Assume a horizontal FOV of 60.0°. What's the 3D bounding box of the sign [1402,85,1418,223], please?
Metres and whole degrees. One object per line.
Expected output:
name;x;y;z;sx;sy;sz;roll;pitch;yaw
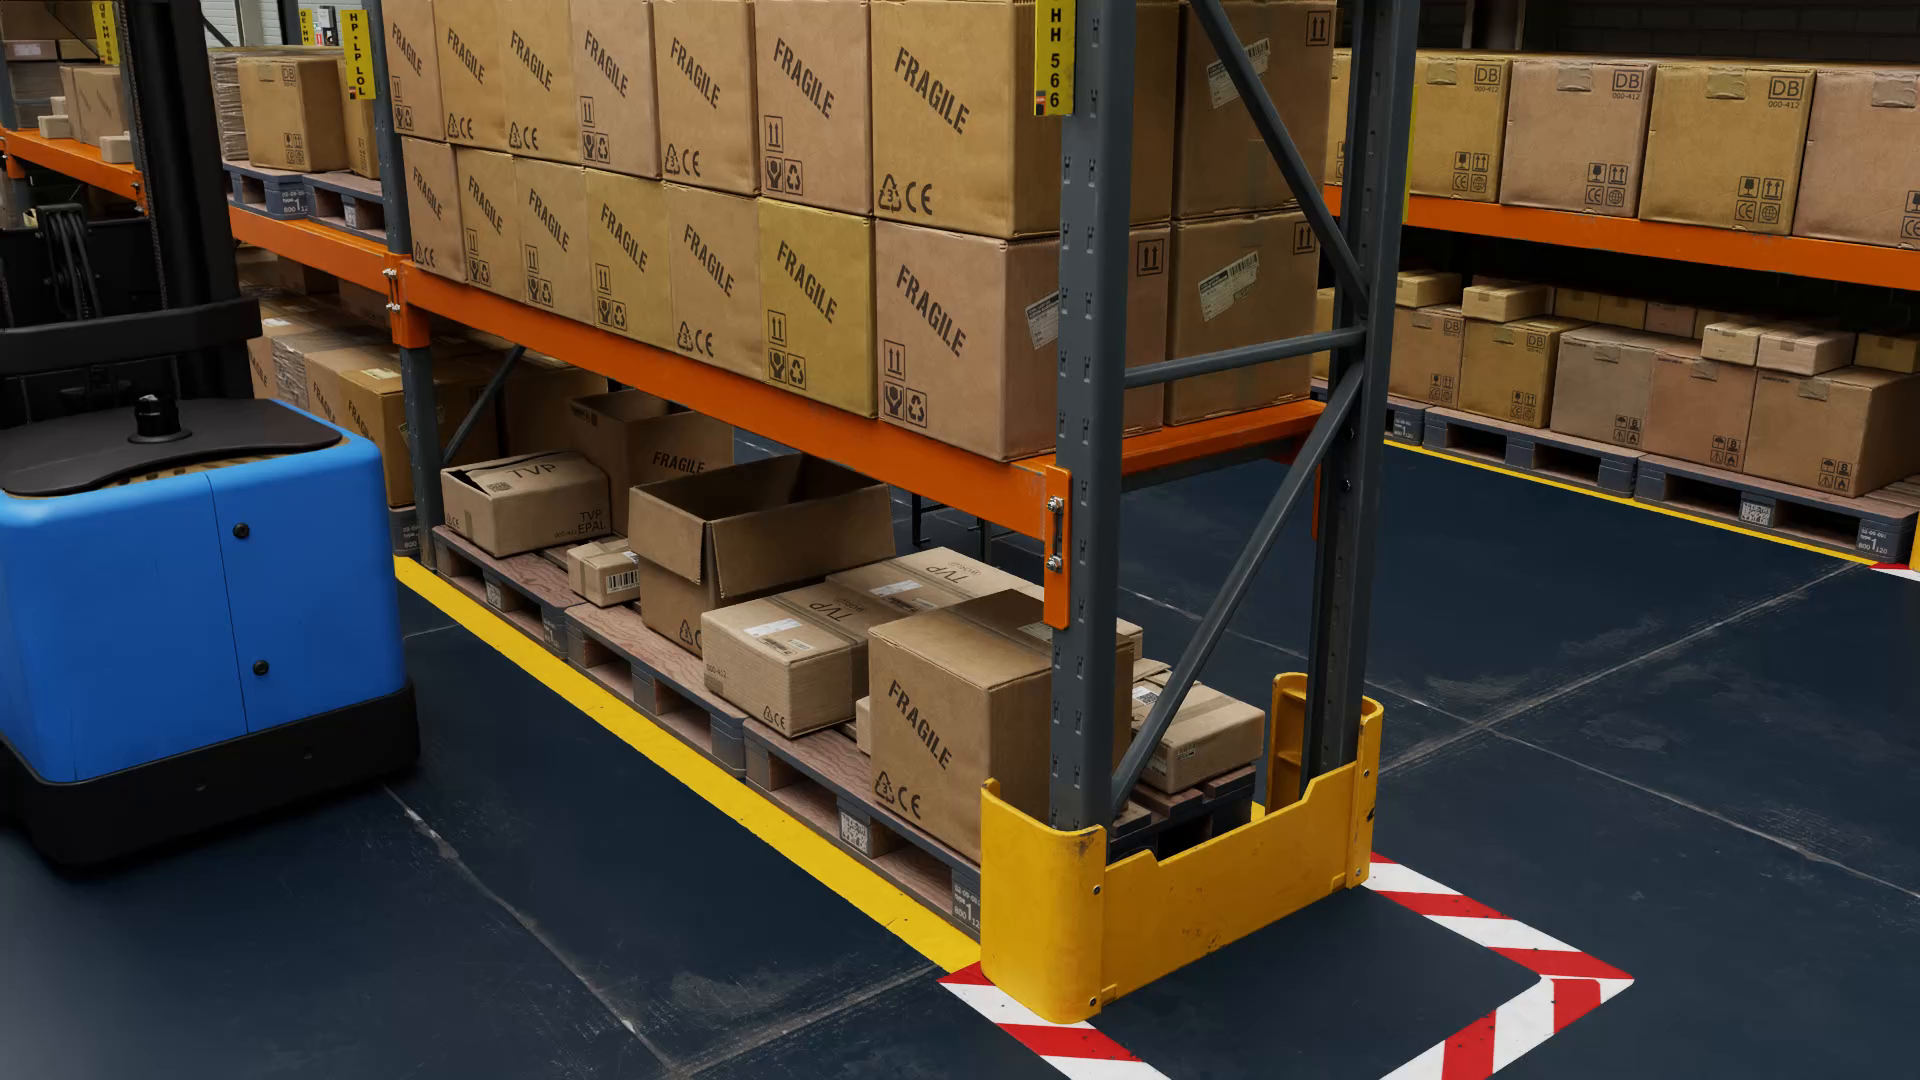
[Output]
sign;1.061;-0.929;4.018;0.100;0.325;0.005;-14;23;-36

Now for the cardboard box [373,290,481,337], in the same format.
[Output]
cardboard box;-2.578;-1.189;8.265;0.500;0.250;0.500;-14;23;-36

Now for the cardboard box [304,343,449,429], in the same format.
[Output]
cardboard box;-2.679;-0.609;7.706;0.500;0.500;0.500;-14;23;-36

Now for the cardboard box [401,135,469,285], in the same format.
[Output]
cardboard box;-1.745;-1.266;6.256;0.500;0.500;0.500;-13;22;-35

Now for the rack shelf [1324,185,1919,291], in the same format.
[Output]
rack shelf;3.275;-1.531;8.359;1.077;0.370;4.000;-14;23;-36

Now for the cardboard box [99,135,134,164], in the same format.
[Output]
cardboard box;-5.106;-2.432;10.334;0.380;0.149;0.250;-14;23;-36

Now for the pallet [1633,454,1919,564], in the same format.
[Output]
pallet;3.959;-0.238;7.744;1.003;0.211;1.213;-14;23;-36

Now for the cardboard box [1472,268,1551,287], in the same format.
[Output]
cardboard box;2.976;-1.362;8.980;0.380;0.149;0.250;-15;23;-38

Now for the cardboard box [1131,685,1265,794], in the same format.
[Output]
cardboard box;0.645;0.562;4.728;0.380;0.149;0.250;-14;23;-36

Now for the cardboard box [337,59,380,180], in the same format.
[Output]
cardboard box;-2.443;-1.962;7.688;0.700;0.500;0.500;-10;21;-28

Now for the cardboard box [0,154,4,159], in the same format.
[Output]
cardboard box;-8.210;-3.059;14.342;0.500;0.500;0.500;-14;23;-36

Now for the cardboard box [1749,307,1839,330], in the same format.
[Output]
cardboard box;3.923;-0.986;7.845;0.380;0.149;0.250;-14;23;-36

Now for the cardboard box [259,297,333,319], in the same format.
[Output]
cardboard box;-3.636;-0.985;8.842;0.500;0.500;0.500;-14;23;-37

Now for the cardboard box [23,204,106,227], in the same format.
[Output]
cardboard box;-6.753;-2.379;12.588;0.500;0.311;0.500;-14;23;-36

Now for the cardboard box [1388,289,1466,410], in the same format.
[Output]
cardboard box;2.727;-1.049;9.068;0.700;0.500;0.500;-14;23;-37

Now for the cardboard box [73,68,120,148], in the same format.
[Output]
cardboard box;-5.713;-2.971;11.403;0.500;0.500;0.500;-14;23;-36

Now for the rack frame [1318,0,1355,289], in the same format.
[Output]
rack frame;2.033;-2.365;9.734;1.000;3.000;0.127;-14;23;-36

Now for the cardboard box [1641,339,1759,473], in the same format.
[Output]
cardboard box;3.693;-0.669;7.918;0.700;0.500;0.500;-14;23;-36

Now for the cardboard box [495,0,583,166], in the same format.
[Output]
cardboard box;-1.136;-1.495;5.355;0.500;0.500;0.500;-15;23;-38

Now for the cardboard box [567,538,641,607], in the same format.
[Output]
cardboard box;-1.212;0.095;6.110;0.380;0.166;0.250;-14;23;-36

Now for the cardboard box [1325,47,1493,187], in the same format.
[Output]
cardboard box;2.357;-2.371;9.273;0.980;0.700;0.700;-14;23;-35

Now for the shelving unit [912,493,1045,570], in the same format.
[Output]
shelving unit;0.103;-0.956;6.909;0.431;2.100;0.503;-14;23;-36

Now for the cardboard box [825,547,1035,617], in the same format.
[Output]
cardboard box;-0.100;0.249;5.514;0.500;0.250;0.500;-14;23;-36

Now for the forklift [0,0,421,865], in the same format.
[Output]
forklift;-3.027;-0.895;5.401;1.130;2.935;3.031;-16;24;-40

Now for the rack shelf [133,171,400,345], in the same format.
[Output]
rack shelf;-3.089;-1.549;8.413;1.077;0.370;4.000;-14;23;-36

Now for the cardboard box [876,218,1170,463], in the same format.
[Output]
cardboard box;0.145;-0.517;3.992;0.500;0.500;0.500;-13;22;-34

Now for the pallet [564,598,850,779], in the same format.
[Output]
pallet;-0.660;0.397;5.830;1.003;0.211;1.213;-14;23;-36

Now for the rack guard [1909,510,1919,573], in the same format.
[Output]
rack guard;4.532;-0.187;7.132;1.175;0.500;0.348;-14;23;-36

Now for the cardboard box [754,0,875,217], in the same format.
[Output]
cardboard box;-0.170;-1.114;4.206;0.500;0.500;0.500;-13;22;-35

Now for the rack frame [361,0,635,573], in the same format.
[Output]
rack frame;-1.848;-1.398;6.811;1.000;3.000;0.127;-14;23;-36

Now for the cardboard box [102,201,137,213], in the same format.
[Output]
cardboard box;-6.339;-2.485;12.910;0.500;0.311;0.500;-14;23;-36

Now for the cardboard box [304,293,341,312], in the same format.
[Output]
cardboard box;-3.245;-1.093;9.169;0.500;0.500;0.500;-15;24;-38

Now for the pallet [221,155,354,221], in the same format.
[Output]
pallet;-3.120;-1.814;8.374;1.003;0.211;1.213;-14;23;-36

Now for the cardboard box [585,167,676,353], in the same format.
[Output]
cardboard box;-0.799;-0.892;5.125;0.500;0.500;0.500;-14;23;-37

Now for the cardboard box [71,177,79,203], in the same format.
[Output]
cardboard box;-7.174;-2.916;13.910;0.500;0.500;0.500;-14;23;-36

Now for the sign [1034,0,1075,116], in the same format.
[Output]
sign;0.188;-1.008;3.291;0.100;0.325;0.005;-14;23;-36

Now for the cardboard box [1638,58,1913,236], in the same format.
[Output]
cardboard box;3.732;-1.823;7.618;0.980;0.700;0.700;-14;23;-37

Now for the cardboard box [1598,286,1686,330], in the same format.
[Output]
cardboard box;3.450;-1.174;8.411;0.380;0.149;0.250;-14;23;-36

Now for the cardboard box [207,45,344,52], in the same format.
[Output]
cardboard box;-3.852;-2.497;9.304;0.500;0.500;0.700;11;21;30

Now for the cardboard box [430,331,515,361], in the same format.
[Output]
cardboard box;-2.297;-0.716;8.029;0.500;0.500;0.500;-14;23;-35

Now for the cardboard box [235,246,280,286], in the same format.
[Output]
cardboard box;-4.426;-1.730;10.629;0.500;0.311;0.500;-13;22;-34

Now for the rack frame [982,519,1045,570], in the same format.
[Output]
rack frame;0.254;-0.896;6.728;0.400;2.100;0.015;-14;23;-36

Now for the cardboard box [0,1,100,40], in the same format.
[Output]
cardboard box;-7.095;-4.140;12.871;0.700;0.500;0.500;-14;23;-36

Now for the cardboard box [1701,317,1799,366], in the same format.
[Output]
cardboard box;3.622;-0.912;7.622;0.380;0.149;0.250;-13;22;-35

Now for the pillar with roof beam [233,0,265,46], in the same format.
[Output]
pillar with roof beam;-15.130;-10.283;24.102;9.100;9.000;0.400;-14;23;-36

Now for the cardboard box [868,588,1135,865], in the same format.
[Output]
cardboard box;0.105;0.480;4.418;0.500;0.500;0.500;-14;23;-36
